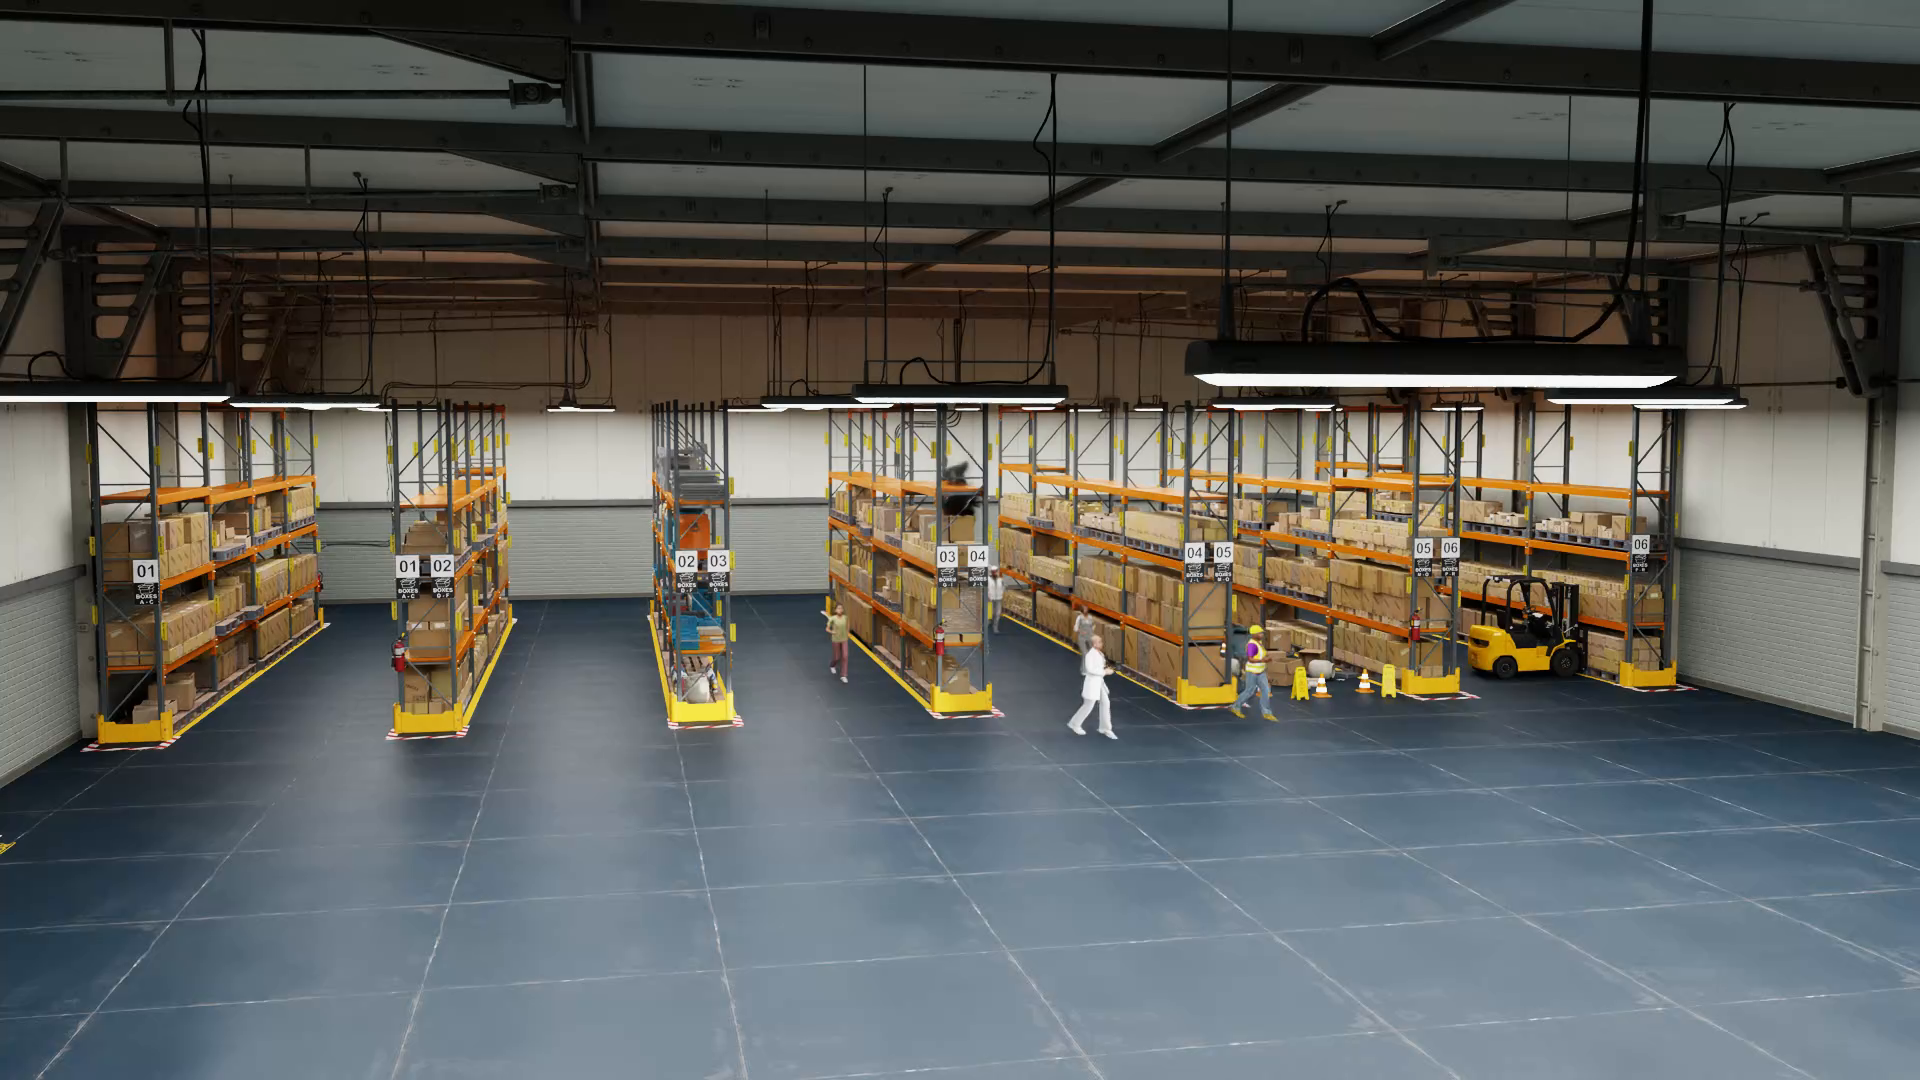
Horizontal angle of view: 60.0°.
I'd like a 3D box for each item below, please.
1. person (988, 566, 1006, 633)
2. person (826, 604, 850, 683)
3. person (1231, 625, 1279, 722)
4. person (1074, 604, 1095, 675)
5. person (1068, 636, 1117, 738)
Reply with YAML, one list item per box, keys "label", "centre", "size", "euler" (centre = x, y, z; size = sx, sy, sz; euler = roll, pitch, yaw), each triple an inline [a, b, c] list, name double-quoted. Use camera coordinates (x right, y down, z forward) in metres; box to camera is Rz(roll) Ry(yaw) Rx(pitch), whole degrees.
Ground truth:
- label: "person"
  centre: [0.907, 1.558, 43.974]
  size: [0.668, 1.746, 0.712]
  euler: [-1, 4, -13]
- label: "person"
  centre: [-2.606, 2.196, 35.843]
  size: [0.579, 1.672, 0.922]
  euler: [-2, 5, -23]
- label: "person"
  centre: [5.485, 2.486, 31.001]
  size: [0.890, 1.799, 0.687]
  euler: [3, 5, 32]
- label: "person"
  centre: [2.775, 2.194, 36.455]
  size: [0.526, 1.552, 0.536]
  euler: [-1, 5, -17]
- label: "person"
  centre: [2.362, 2.610, 29.543]
  size: [0.887, 1.845, 0.736]
  euler: [2, 5, 25]
